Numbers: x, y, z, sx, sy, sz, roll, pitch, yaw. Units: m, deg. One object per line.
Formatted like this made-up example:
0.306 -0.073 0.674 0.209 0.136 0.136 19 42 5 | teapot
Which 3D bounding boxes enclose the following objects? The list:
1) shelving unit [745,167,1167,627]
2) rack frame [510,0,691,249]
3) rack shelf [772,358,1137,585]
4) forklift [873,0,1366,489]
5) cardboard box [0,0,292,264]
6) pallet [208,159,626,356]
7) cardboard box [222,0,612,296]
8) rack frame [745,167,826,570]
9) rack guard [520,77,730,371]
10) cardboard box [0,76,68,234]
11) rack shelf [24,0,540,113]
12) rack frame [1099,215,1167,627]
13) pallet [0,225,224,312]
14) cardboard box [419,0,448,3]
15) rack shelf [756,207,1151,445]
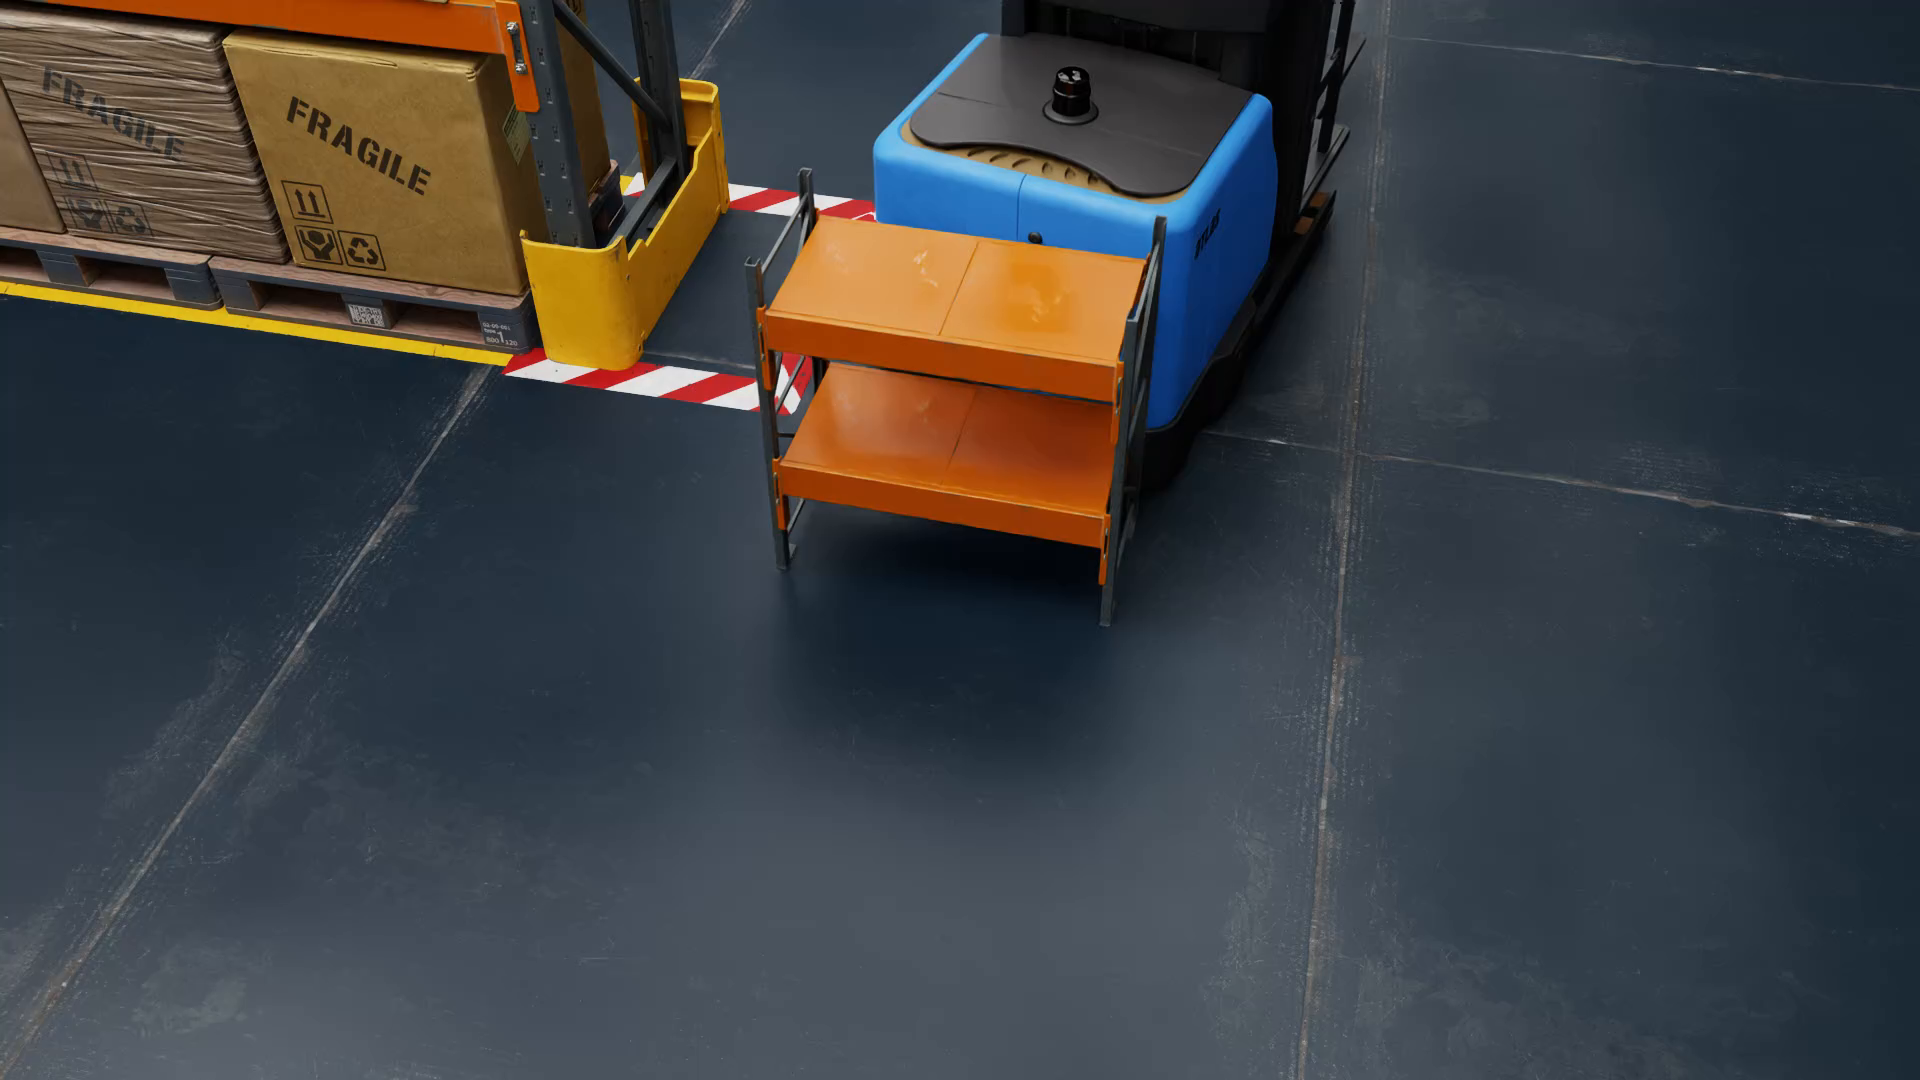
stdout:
0.000 -0.399 4.853 1.048 1.125 0.538 10 45 10 | shelving unit
-1.224 -2.094 5.262 0.127 3.000 1.000 9 45 9 | rack frame
-0.001 -0.223 5.022 1.000 0.278 0.538 10 45 10 | rack shelf
0.808 -2.246 5.470 1.130 2.935 3.031 18 47 18 | forklift
-2.754 -1.660 6.041 0.875 0.875 0.875 9 45 9 | cardboard box
-2.021 -1.157 6.300 1.213 0.211 1.003 9 45 9 | pallet
-1.866 -1.522 5.898 0.875 0.875 0.875 9 45 9 | cardboard box
-0.494 -0.483 4.940 0.032 1.125 0.500 10 45 10 | rack frame
-1.200 -1.189 6.125 0.348 0.500 1.175 9 45 9 | rack guard
-3.622 -1.795 6.181 0.875 0.875 0.875 9 45 9 | cardboard box
-3.175 -2.137 5.826 4.000 0.370 1.077 9 45 9 | rack shelf
0.493 -0.315 4.765 0.032 1.125 0.500 10 45 10 | rack frame
-3.208 -1.343 6.493 1.213 0.211 1.003 9 45 9 | pallet
-1.643 -1.834 5.174 0.250 0.149 0.380 10 45 10 | cardboard box
0.000 -0.610 4.650 1.000 0.278 0.538 10 45 10 | rack shelf
